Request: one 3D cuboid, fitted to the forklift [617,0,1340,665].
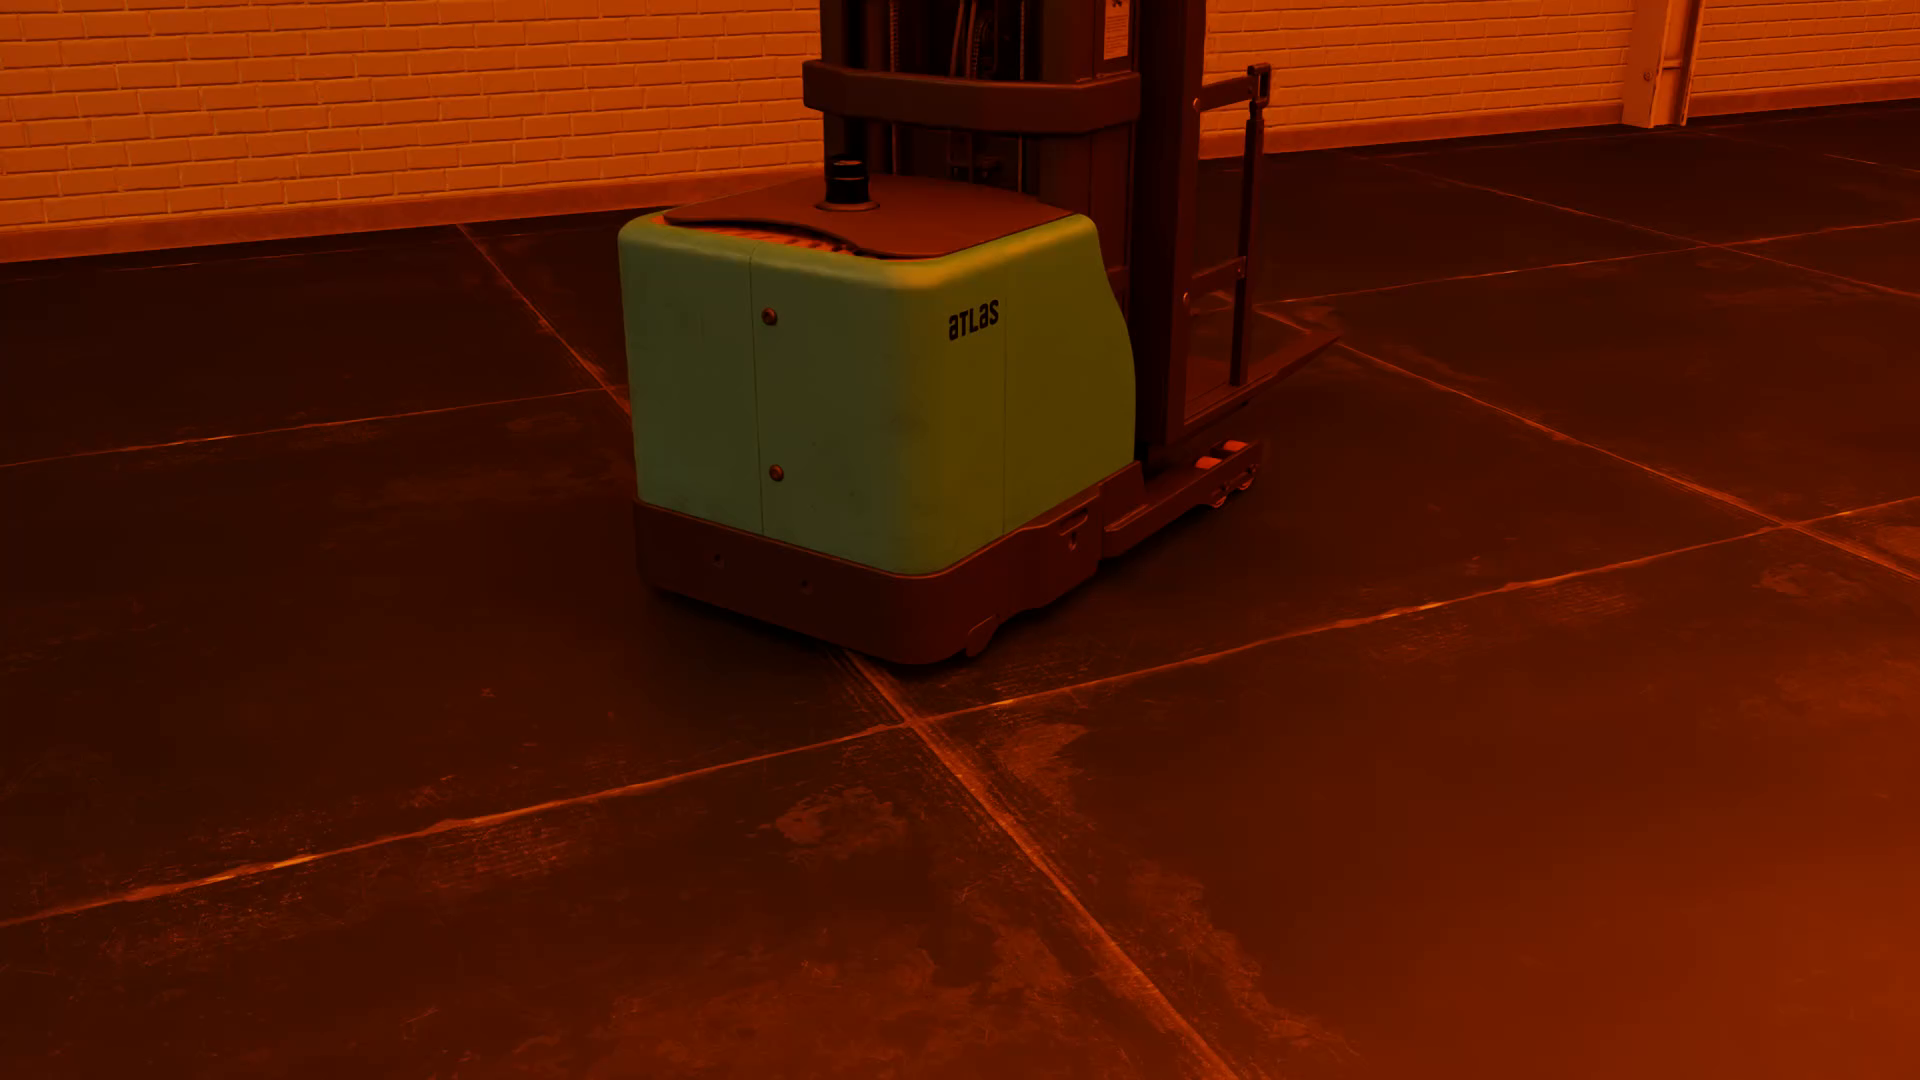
[{"bbox_3d":[0.344,-1.549,5.016,1.130,2.935,3.031,15,27,32],"label":"forklift"}]
